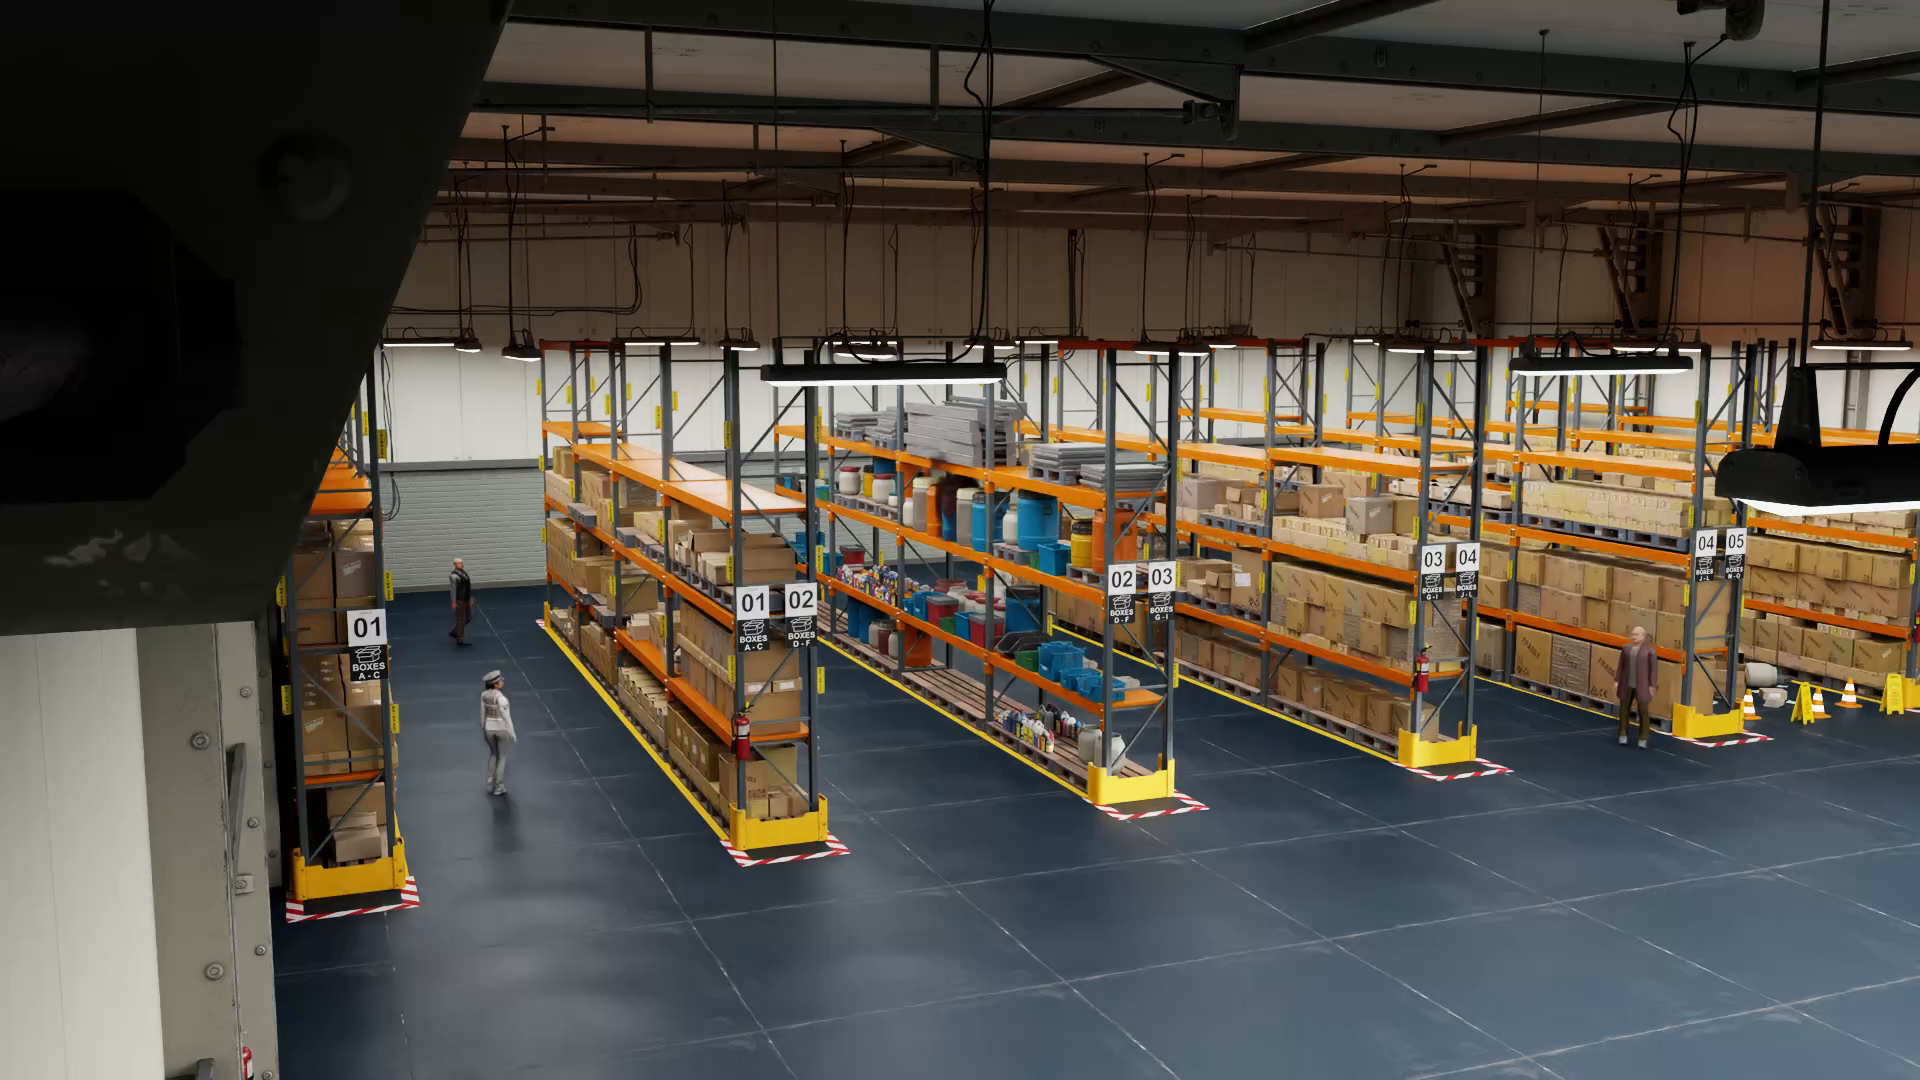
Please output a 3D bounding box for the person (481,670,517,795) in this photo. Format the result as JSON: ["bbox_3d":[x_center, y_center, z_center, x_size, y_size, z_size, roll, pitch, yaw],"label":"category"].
[{"bbox_3d":[-6.207,2.583,22.398,0.485,1.704,0.428,2,8,12],"label":"person"}]

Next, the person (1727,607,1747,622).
[{"bbox_3d":[16.501,0.900,35.326,0.606,1.708,0.541,2,8,18],"label":"person"}]

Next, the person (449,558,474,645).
[{"bbox_3d":[-9.891,1.209,32.855,0.505,1.727,0.548,-1,7,-5],"label":"person"}]

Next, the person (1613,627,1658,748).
[{"bbox_3d":[10.144,2.196,25.019,0.625,1.787,0.406,6,10,40],"label":"person"}]

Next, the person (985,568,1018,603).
[{"bbox_3d":[0.885,1.060,34.195,0.595,1.810,0.877,-3,8,-21],"label":"person"}]
